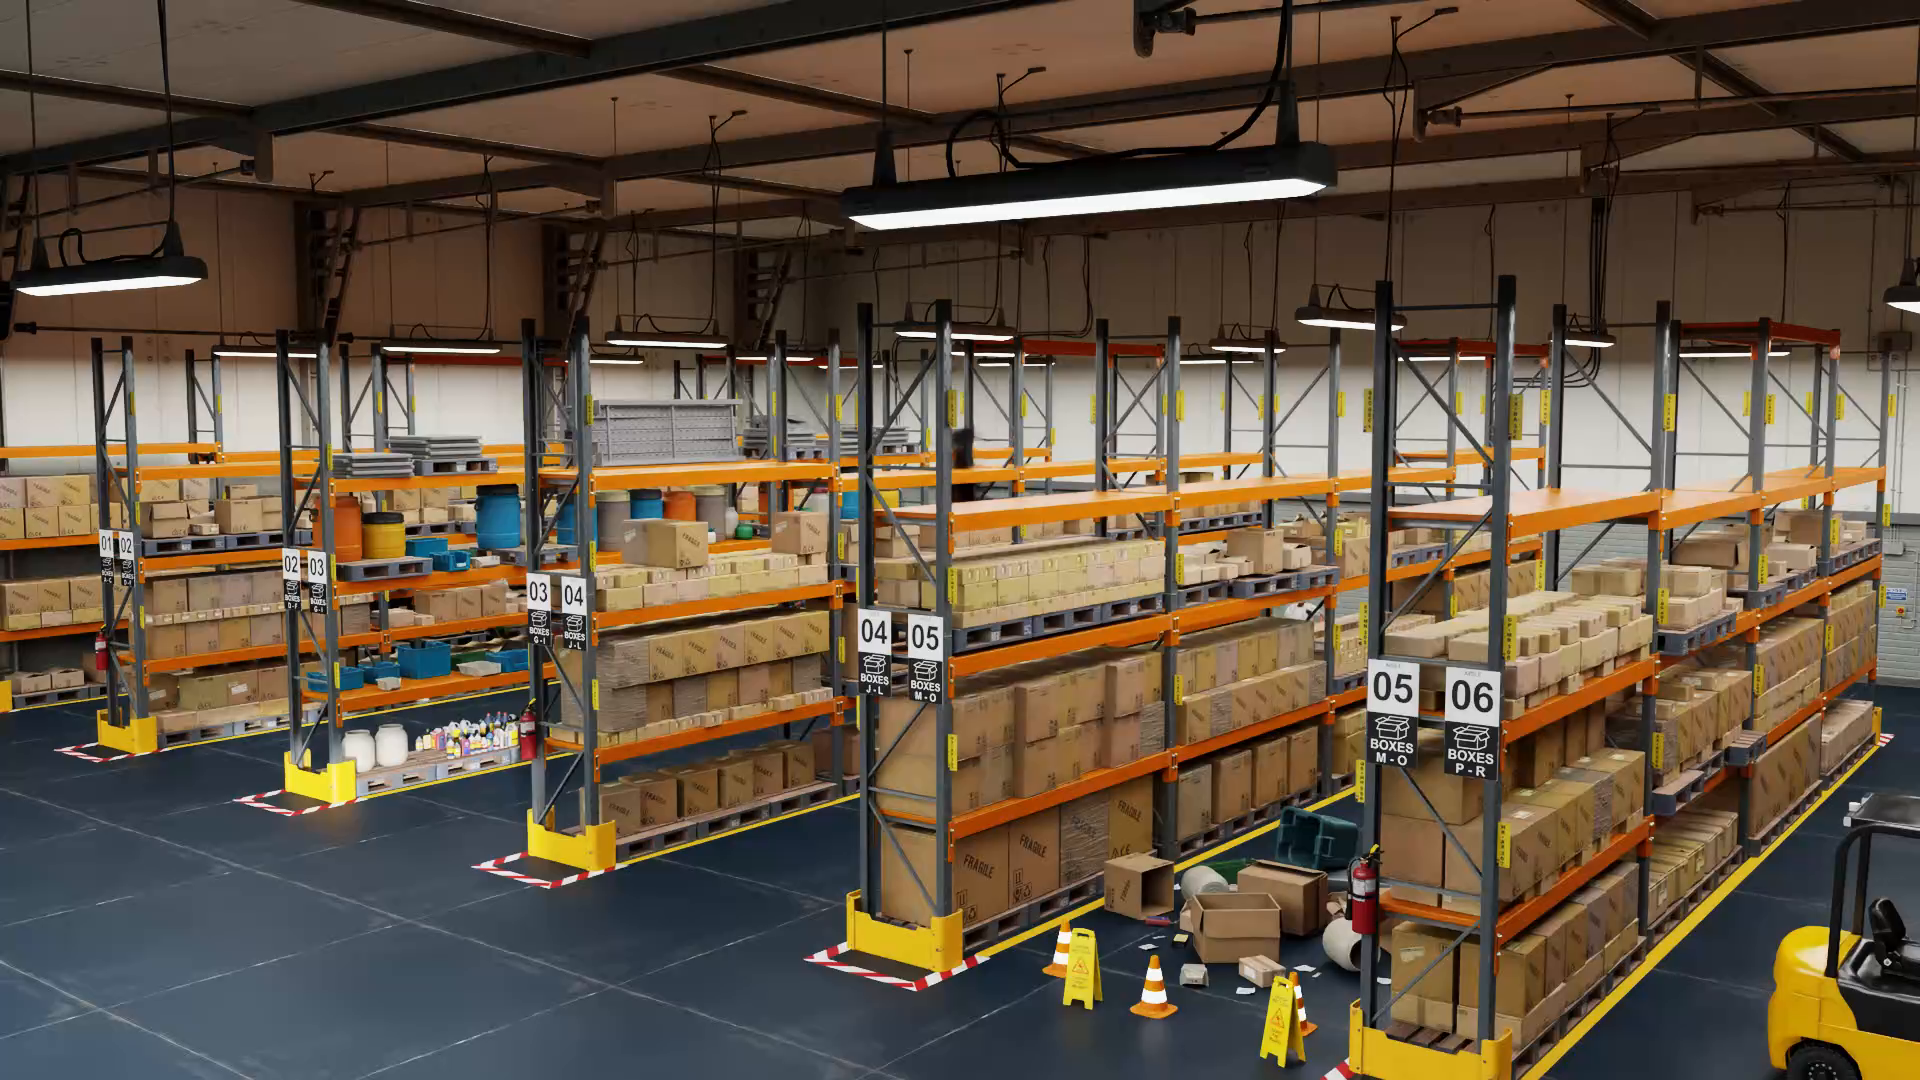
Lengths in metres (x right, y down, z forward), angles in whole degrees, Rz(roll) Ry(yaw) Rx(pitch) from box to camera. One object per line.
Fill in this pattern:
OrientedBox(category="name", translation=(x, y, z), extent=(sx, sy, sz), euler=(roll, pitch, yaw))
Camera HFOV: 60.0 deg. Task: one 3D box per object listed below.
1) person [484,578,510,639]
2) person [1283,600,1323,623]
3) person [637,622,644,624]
OrientedBox(category="person", translation=(-9.380, 1.356, 33.558), extent=(0.652, 1.742, 0.630), euler=(3, 6, 32))
OrientedBox(category="person", translation=(5.977, 1.756, 29.118), extent=(0.637, 1.846, 0.873), euler=(3, 6, 29))
OrientedBox(category="person", translation=(-5.620, 1.723, 30.047), extent=(0.727, 1.657, 0.840), euler=(1, 5, 11))
